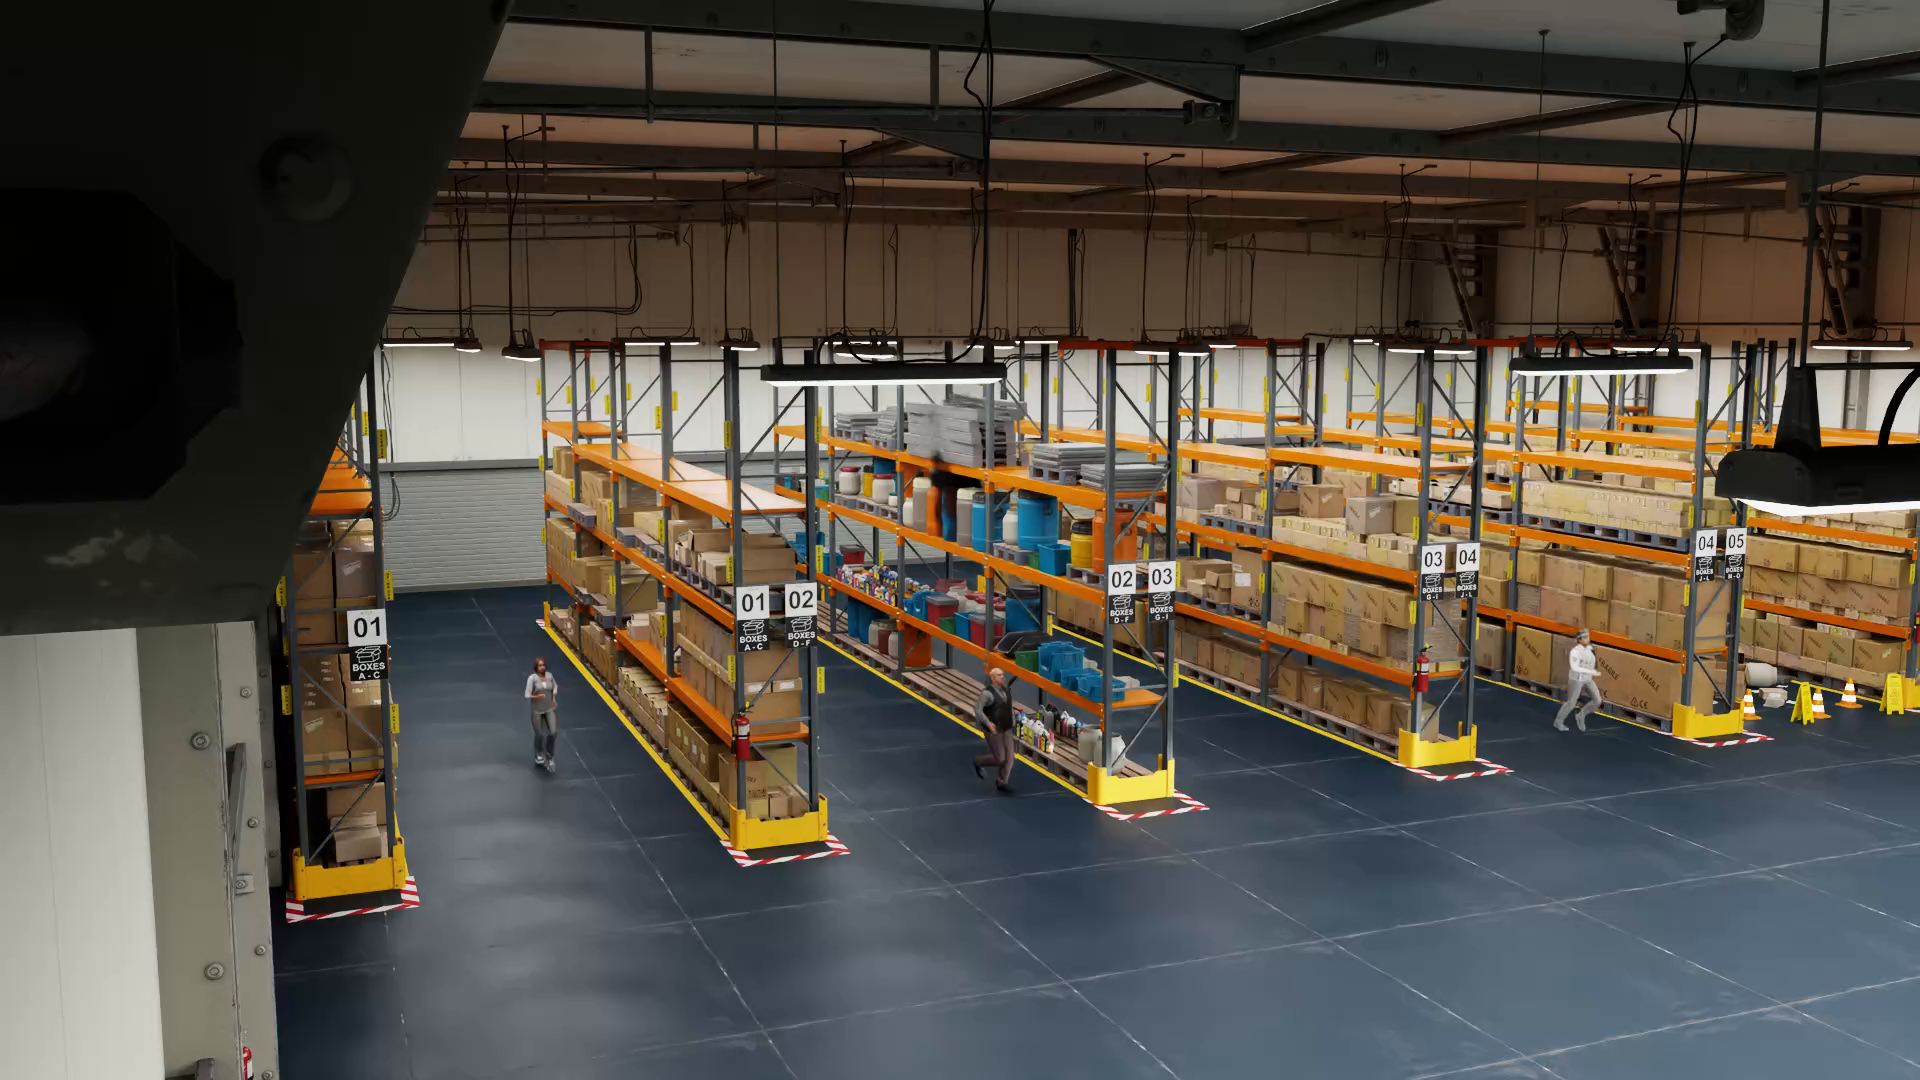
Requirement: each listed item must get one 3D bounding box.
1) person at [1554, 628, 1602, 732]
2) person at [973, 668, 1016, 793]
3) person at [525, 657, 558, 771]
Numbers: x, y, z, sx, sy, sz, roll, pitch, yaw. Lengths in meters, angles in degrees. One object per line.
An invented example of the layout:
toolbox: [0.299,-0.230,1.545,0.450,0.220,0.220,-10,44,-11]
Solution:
person: [9.606,2.161,25.664,0.627,1.655,0.792,-4,8,-27]
person: [0.492,2.570,22.592,0.674,1.679,0.685,-7,10,-44]
person: [-5.921,2.477,23.640,0.514,1.628,0.653,-4,8,-28]
